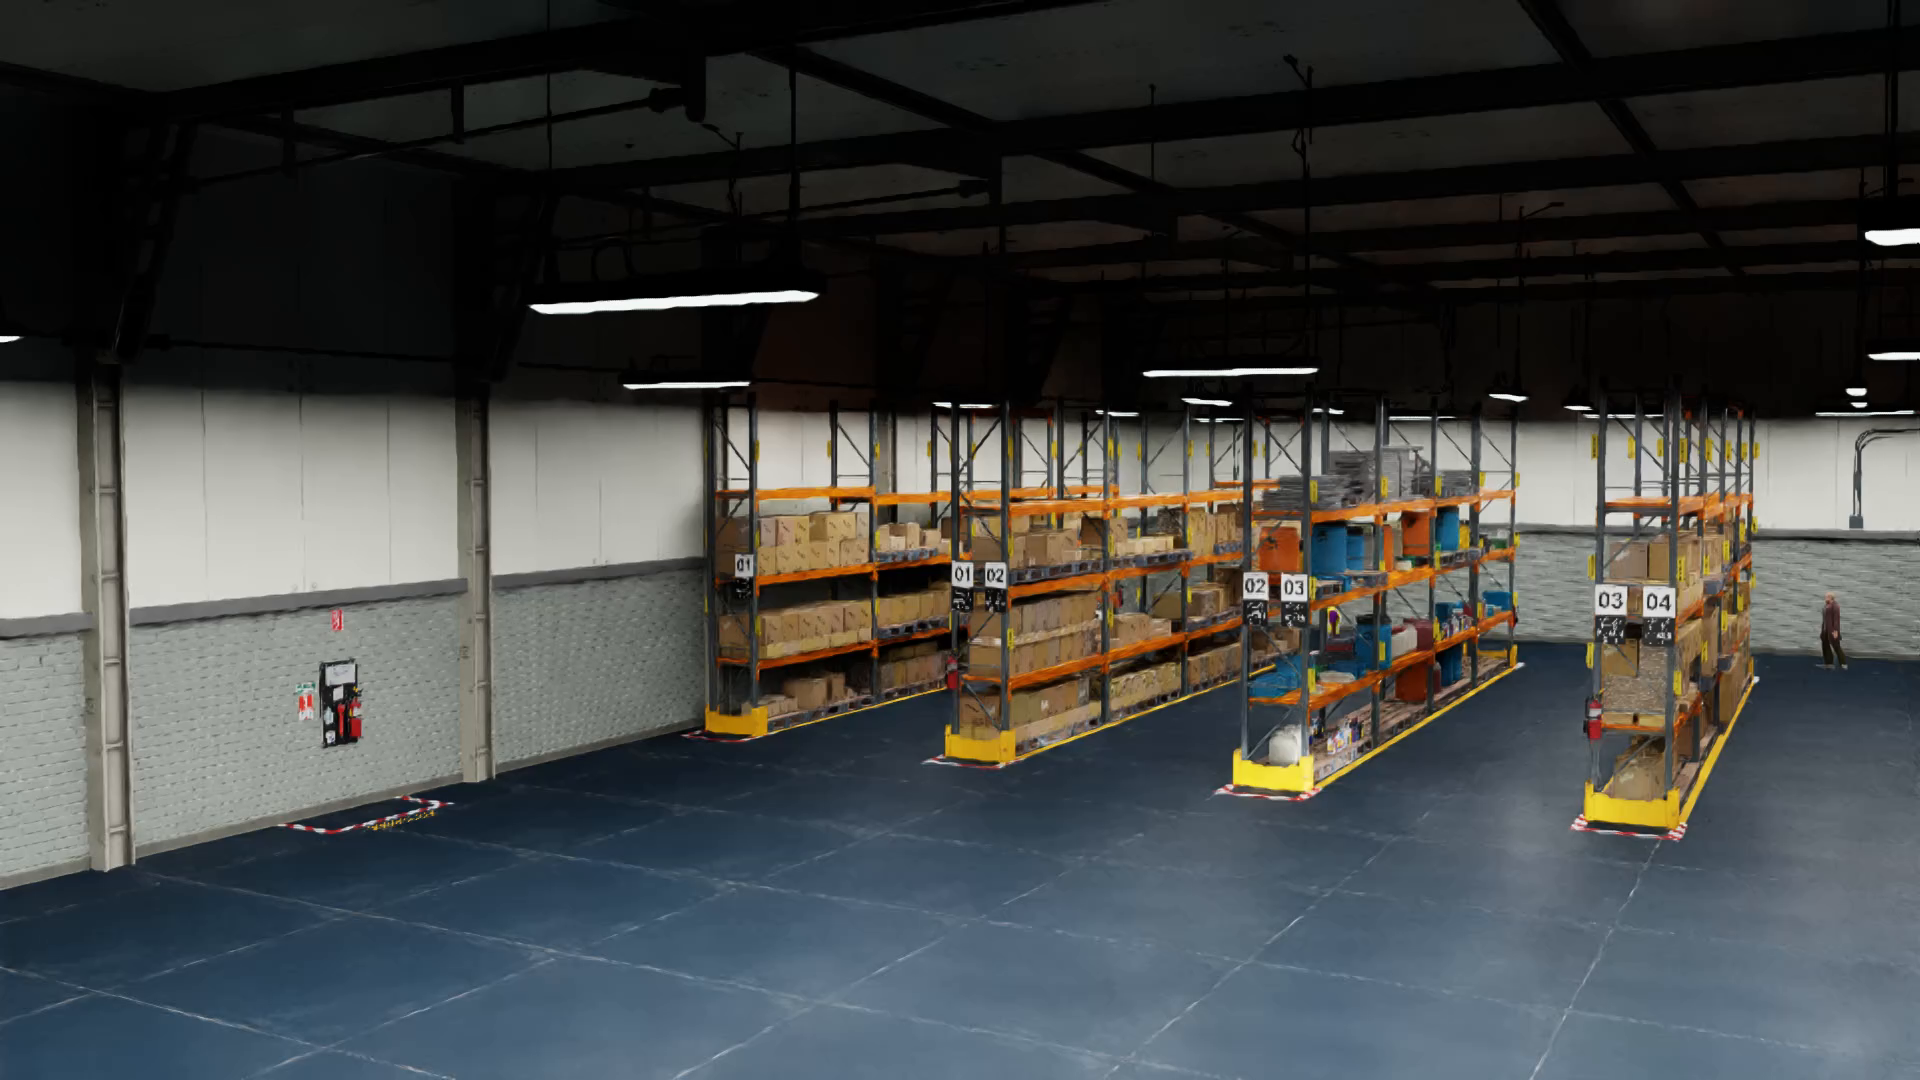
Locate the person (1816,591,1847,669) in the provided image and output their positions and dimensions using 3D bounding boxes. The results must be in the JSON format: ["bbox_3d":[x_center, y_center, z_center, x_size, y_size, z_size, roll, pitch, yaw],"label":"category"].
[{"bbox_3d":[20.025,2.065,38.120,0.574,1.771,0.688,0,3,3],"label":"person"}]

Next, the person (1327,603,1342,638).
[{"bbox_3d":[8.404,2.091,37.182,0.465,1.771,0.645,1,3,11],"label":"person"}]

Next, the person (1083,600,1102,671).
[{"bbox_3d":[3.113,2.140,37.795,0.461,1.626,0.989,2,3,27],"label":"person"}]
